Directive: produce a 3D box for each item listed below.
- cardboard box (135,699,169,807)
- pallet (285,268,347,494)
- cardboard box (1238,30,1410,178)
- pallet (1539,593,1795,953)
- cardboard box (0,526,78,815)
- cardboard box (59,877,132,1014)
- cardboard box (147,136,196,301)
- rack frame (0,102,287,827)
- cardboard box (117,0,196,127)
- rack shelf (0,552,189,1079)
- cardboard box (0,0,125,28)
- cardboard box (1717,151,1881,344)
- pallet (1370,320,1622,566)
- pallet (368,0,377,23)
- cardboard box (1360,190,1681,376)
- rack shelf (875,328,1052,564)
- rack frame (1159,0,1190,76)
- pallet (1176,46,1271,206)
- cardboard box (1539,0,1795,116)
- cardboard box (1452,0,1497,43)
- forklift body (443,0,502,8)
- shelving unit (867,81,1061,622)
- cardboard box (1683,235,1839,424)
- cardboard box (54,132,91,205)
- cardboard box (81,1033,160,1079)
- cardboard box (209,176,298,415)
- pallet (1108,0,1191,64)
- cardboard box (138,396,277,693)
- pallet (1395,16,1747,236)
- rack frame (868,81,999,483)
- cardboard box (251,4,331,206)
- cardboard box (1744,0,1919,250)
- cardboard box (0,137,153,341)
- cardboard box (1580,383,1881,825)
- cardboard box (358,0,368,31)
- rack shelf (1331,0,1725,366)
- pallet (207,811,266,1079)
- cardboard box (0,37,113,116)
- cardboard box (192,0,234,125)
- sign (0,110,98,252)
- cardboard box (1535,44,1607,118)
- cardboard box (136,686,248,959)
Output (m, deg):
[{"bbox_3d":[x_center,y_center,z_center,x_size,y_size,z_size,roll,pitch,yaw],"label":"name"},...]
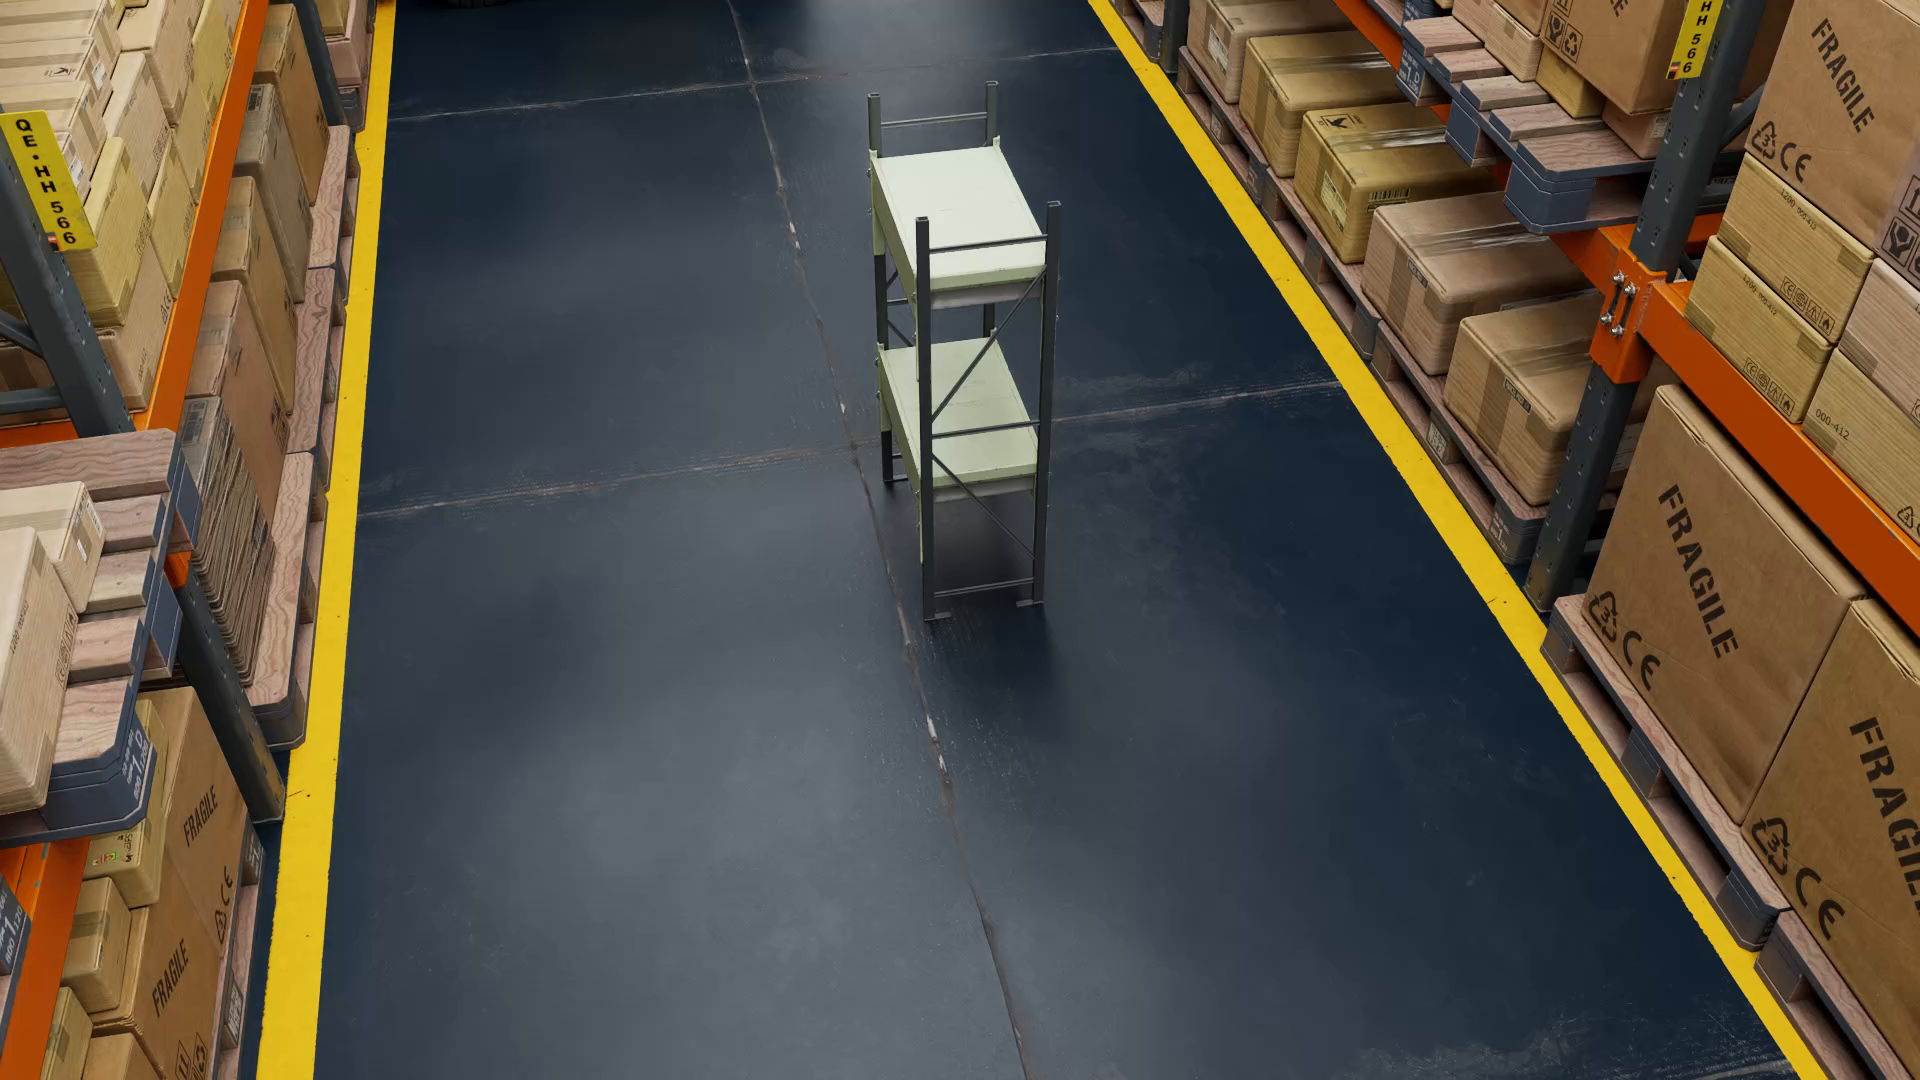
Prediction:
[{"bbox_3d":[-2.112,0.548,3.951,0.380,0.149,0.250,-10,43,-11],"label":"cardboard box"},{"bbox_3d":[-2.865,-0.557,6.218,1.003,0.211,1.213,-8,42,-9],"label":"pallet"},{"bbox_3d":[1.791,-1.947,7.346,0.950,0.372,0.625,-6,42,-7],"label":"cardboard box"},{"bbox_3d":[2.477,0.580,4.937,1.003,0.211,1.213,-8,42,-9],"label":"pallet"},{"bbox_3d":[-1.922,0.266,2.988,0.500,0.250,0.500,-10,43,-11],"label":"cardboard box"},{"bbox_3d":[-2.009,0.898,3.557,0.380,0.149,0.250,-10,43,-11],"label":"cardboard box"},{"bbox_3d":[-2.427,-0.864,4.577,0.500,0.250,0.500,-9,42,-10],"label":"cardboard box"},{"bbox_3d":[-2.466,-0.271,3.796,1.000,3.000,0.127,-8,42,-9],"label":"rack frame"},{"bbox_3d":[-2.525,-1.391,4.794,0.500,0.250,0.500,-9,42,-10],"label":"cardboard box"},{"bbox_3d":[-2.034,1.295,2.574,1.077,0.370,4.000,-8,42,-9],"label":"rack shelf"},{"bbox_3d":[-2.539,-1.462,4.573,0.380,0.149,0.250,-8,42,-9],"label":"cardboard box"},{"bbox_3d":[2.248,-0.752,4.074,0.500,0.250,0.500,-9,42,-10],"label":"cardboard box"},{"bbox_3d":[2.213,-0.448,6.096,1.003,0.211,1.213,-8,42,-9],"label":"pallet"},{"bbox_3d":[-3.727,-3.135,9.122,1.003,0.211,1.213,-8,42,-9],"label":"pallet"},{"bbox_3d":[2.101,-1.004,6.284,0.950,0.372,0.625,-9,42,-10],"label":"cardboard box"},{"bbox_3d":[-0.001,-0.321,5.473,0.431,0.370,0.720,-8,42,-9],"label":"rack shelf"},{"bbox_3d":[1.517,-3.577,7.521,1.000,3.000,0.127,-8,42,-9],"label":"rack frame"},{"bbox_3d":[1.686,-2.030,7.878,1.003,0.211,1.213,-8,42,-9],"label":"pallet"},{"bbox_3d":[2.010,-1.545,4.615,0.500,0.500,0.500,-9,42,-11],"label":"cardboard box"},{"bbox_3d":[1.806,-1.711,5.291,0.380,0.149,0.250,-10,43,-11],"label":"cardboard box"},{"bbox_3d":[-2.002,-4.171,8.829,2.313,2.155,1.214,-8,42,-9],"label":"forklift body"},{"bbox_3d":[-0.001,-0.565,5.257,0.431,1.500,0.755,-8,42,-9],"label":"shelving unit"},{"bbox_3d":[2.240,-0.575,4.251,0.500,0.250,0.500,-9,42,-10],"label":"cardboard box"},{"bbox_3d":[-2.247,-0.800,3.827,0.380,0.149,0.250,-7,42,-8],"label":"cardboard box"},{"bbox_3d":[-1.951,1.415,3.463,0.500,0.500,0.500,-7,42,-7],"label":"cardboard box"},{"bbox_3d":[-2.881,-0.805,5.870,0.875,0.625,0.625,-10,43,-11],"label":"cardboard box"},{"bbox_3d":[1.337,-2.965,8.931,1.003,0.211,1.213,-8,42,-9],"label":"pallet"},{"bbox_3d":[-2.587,0.054,4.902,0.875,0.625,0.625,-7,42,-8],"label":"cardboard box"},{"bbox_3d":[2.122,-1.360,5.167,1.213,0.211,1.003,-8,42,-9],"label":"pallet"},{"bbox_3d":[-0.080,-0.802,5.524,0.400,1.500,0.023,-8,42,-9],"label":"rack frame"},{"bbox_3d":[-3.206,-1.796,6.986,0.875,0.625,0.625,-7,42,-7],"label":"cardboard box"},{"bbox_3d":[2.248,-1.041,3.835,0.500,0.500,0.500,-10,43,-11],"label":"cardboard box"},{"bbox_3d":[-2.299,-0.728,4.047,0.500,0.250,0.500,-8,42,-9],"label":"cardboard box"},{"bbox_3d":[2.448,0.113,4.648,0.875,0.875,0.875,-9,42,-10],"label":"cardboard box"},{"bbox_3d":[-3.235,-2.680,8.265,0.500,0.250,0.500,-9,42,-10],"label":"cardboard box"},{"bbox_3d":[1.948,-2.012,6.299,1.077,0.370,4.000,-8,42,-9],"label":"rack shelf"},{"bbox_3d":[-2.342,1.261,4.170,1.003,0.211,1.213,-8,42,-9],"label":"pallet"},{"bbox_3d":[-2.386,-1.135,4.206,0.380,0.149,0.250,-7,42,-8],"label":"cardboard box"},{"bbox_3d":[-2.655,-1.534,5.331,0.500,0.250,0.500,-7,42,-8],"label":"cardboard box"},{"bbox_3d":[-1.938,-0.758,3.532,0.100,0.325,0.005,-8,42,-9],"label":"sign"},{"bbox_3d":[1.951,-1.390,4.929,0.380,0.149,0.250,-8,42,-9],"label":"cardboard box"},{"bbox_3d":[-2.165,0.750,4.212,0.500,0.500,0.500,-7,42,-8],"label":"cardboard box"}]
